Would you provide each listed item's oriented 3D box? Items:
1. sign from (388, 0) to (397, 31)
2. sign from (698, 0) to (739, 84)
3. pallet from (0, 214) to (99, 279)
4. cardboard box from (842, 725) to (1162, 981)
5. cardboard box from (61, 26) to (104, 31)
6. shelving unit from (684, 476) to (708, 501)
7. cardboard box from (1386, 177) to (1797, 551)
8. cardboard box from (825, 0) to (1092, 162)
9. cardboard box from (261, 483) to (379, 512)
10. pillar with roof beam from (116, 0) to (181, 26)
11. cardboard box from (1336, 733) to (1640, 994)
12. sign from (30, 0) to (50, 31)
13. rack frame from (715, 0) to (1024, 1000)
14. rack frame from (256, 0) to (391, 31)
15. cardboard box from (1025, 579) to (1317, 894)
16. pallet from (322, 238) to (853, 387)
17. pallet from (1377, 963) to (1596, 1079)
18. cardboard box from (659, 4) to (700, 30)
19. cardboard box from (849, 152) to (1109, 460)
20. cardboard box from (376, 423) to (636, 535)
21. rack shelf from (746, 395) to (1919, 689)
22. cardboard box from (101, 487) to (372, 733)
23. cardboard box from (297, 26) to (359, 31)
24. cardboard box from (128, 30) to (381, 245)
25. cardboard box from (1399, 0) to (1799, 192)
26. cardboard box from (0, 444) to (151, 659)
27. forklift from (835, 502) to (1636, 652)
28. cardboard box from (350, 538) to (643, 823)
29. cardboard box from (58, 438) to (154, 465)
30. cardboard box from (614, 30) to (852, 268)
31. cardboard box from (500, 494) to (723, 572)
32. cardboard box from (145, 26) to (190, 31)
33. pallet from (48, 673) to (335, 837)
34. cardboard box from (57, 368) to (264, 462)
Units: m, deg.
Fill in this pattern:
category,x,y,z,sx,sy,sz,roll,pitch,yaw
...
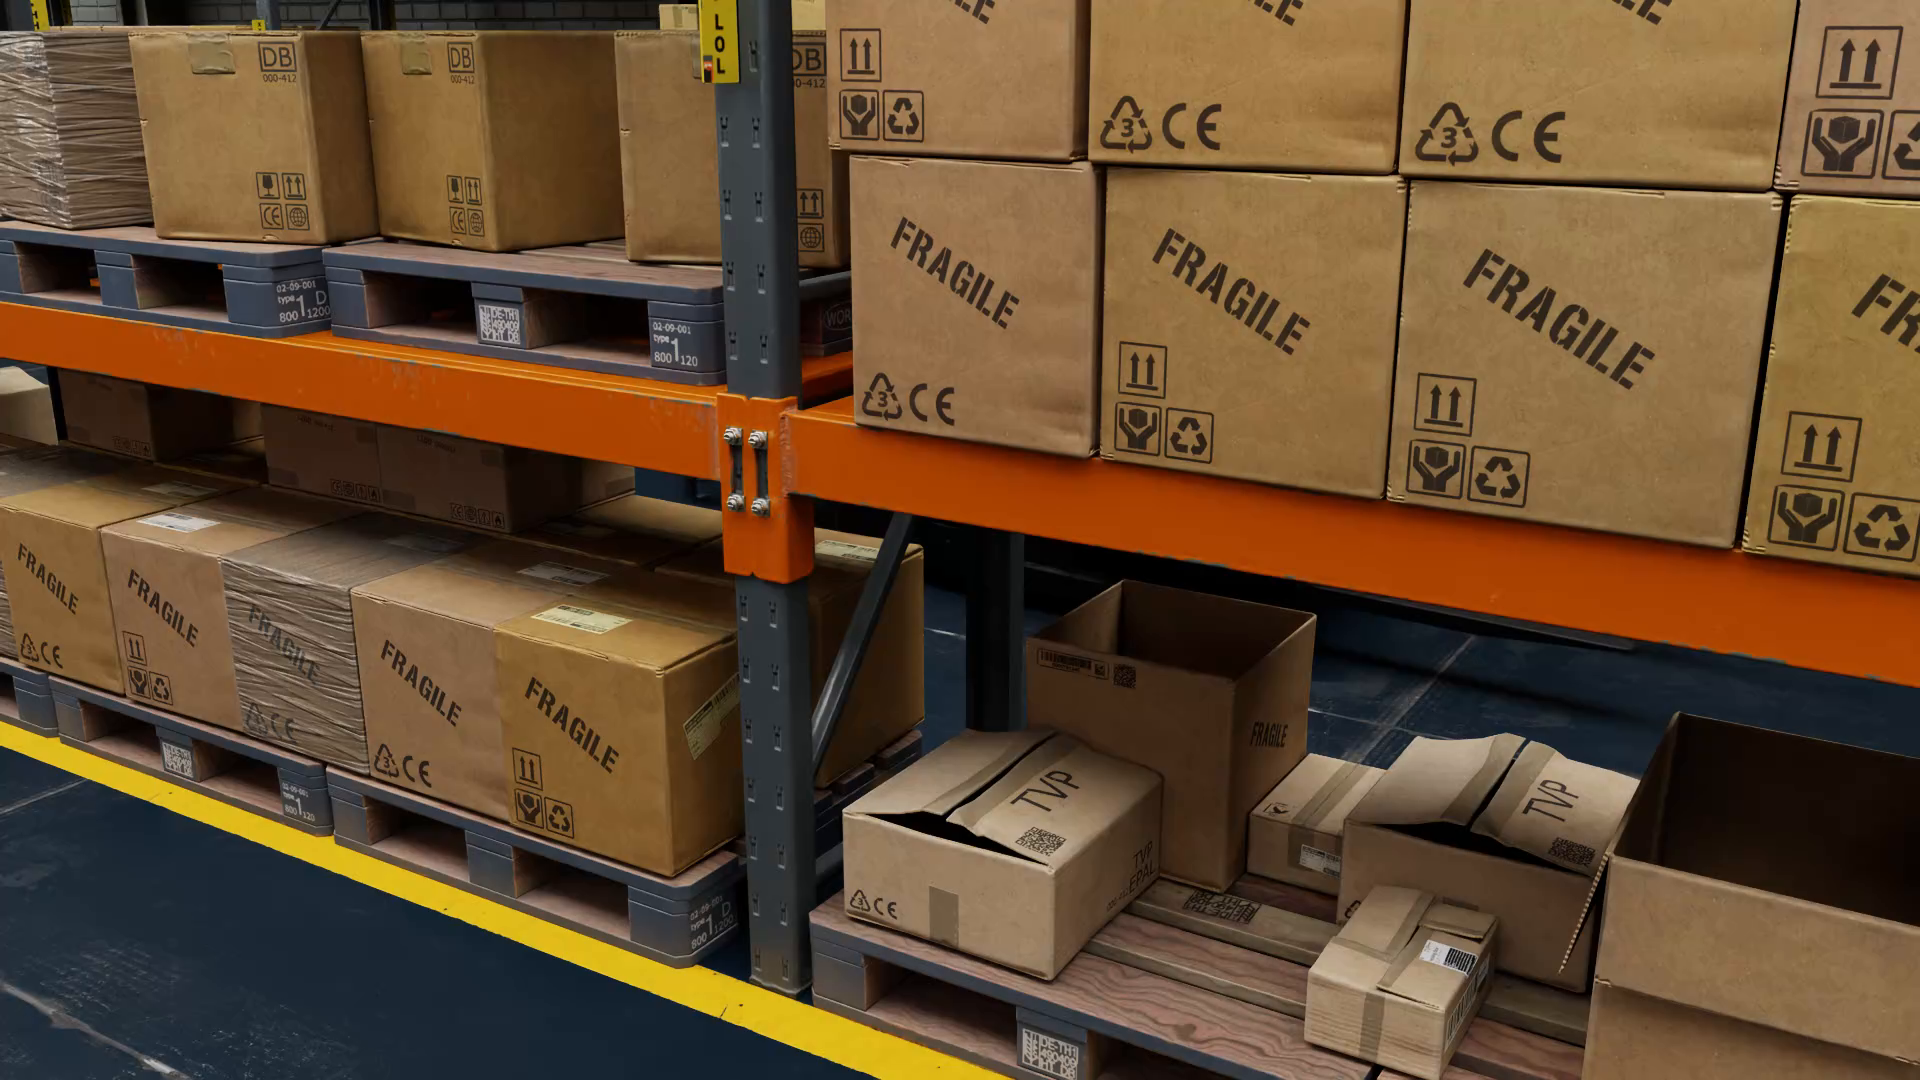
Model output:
category,x,y,z,sx,sy,sz,roll,pitch,yaw
sign,-4.088,-3.708,11.936,0.005,0.325,0.100,10,20,30
sign,-0.435,-0.988,2.981,0.005,0.325,0.100,10,20,30
pallet,-2.942,-1.003,5.352,1.003,0.211,1.213,10,20,30
cardboard box,0.097,0.621,3.544,0.500,0.311,0.500,10,20,30
cardboard box,-6.236,-3.541,12.311,0.500,0.500,0.500,11,20,32
shelving unit,-0.664,-0.687,7.207,1.048,1.125,0.538,12,21,34
cardboard box,1.007,-0.321,2.605,0.500,0.500,0.500,10,20,30
cardboard box,0.106,-0.957,2.978,0.500,0.500,0.500,11,20,31
cardboard box,-1.745,0.046,5.112,0.500,0.500,0.500,9,19,28
pillar with roof beam,-8.988,-5.537,9.626,0.400,9.000,9.100,10,20,30
cardboard box,1.125,0.635,3.501,0.500,0.311,0.500,10,20,30
sign,-3.280,-1.832,5.897,0.005,0.325,0.100,10,20,30
rack frame,-0.148,-0.572,3.603,0.127,3.000,1.000,10,20,30
rack frame,-4.376,-3.016,11.650,0.127,3.000,1.000,10,20,30
cardboard box,0.486,0.430,3.849,0.500,0.500,0.500,10,20,30
pallet,-0.772,-0.629,4.120,1.213,0.211,1.003,10,20,30
pallet,1.480,1.052,3.054,1.213,0.211,1.003,10,20,30
cardboard box,-1.559,-3.067,9.772,0.250,0.149,0.380,7,18,21
cardboard box,0.144,-0.475,3.111,0.500,0.500,0.500,11,20,31
cardboard box,-1.285,-0.231,4.735,0.500,0.250,0.500,10,20,30
rack shelf,1.556,0.076,2.706,4.000,0.370,1.077,10,20,30
cardboard box,-1.997,0.179,4.675,0.500,0.500,0.500,9,19,28
cardboard box,-4.667,-3.436,11.966,0.500,0.500,0.500,10,19,29
cardboard box,-1.686,-1.074,4.362,0.500,0.500,0.700,5,18,16
cardboard box,0.984,-0.800,2.462,0.500,0.500,0.500,9,19,28
cardboard box,-2.869,0.023,5.187,0.500,0.500,0.500,9,19,28
forklift,0.994,-1.192,5.764,3.031,2.935,1.130,12,21,34
cardboard box,-1.135,0.332,4.170,0.500,0.500,0.500,10,20,30
cardboard box,-2.637,-0.111,5.629,0.500,0.500,0.500,11,20,32
cardboard box,-0.435,-0.948,3.947,0.500,0.500,0.700,4,17,12
cardboard box,-0.893,0.201,4.602,0.500,0.500,0.500,10,20,31
cardboard box,-5.369,-3.383,11.790,0.500,0.500,0.500,10,20,30
pallet,-1.905,0.463,4.995,1.213,0.211,1.003,10,20,30
cardboard box,-2.586,-0.462,5.495,0.500,0.250,0.500,11,20,32
